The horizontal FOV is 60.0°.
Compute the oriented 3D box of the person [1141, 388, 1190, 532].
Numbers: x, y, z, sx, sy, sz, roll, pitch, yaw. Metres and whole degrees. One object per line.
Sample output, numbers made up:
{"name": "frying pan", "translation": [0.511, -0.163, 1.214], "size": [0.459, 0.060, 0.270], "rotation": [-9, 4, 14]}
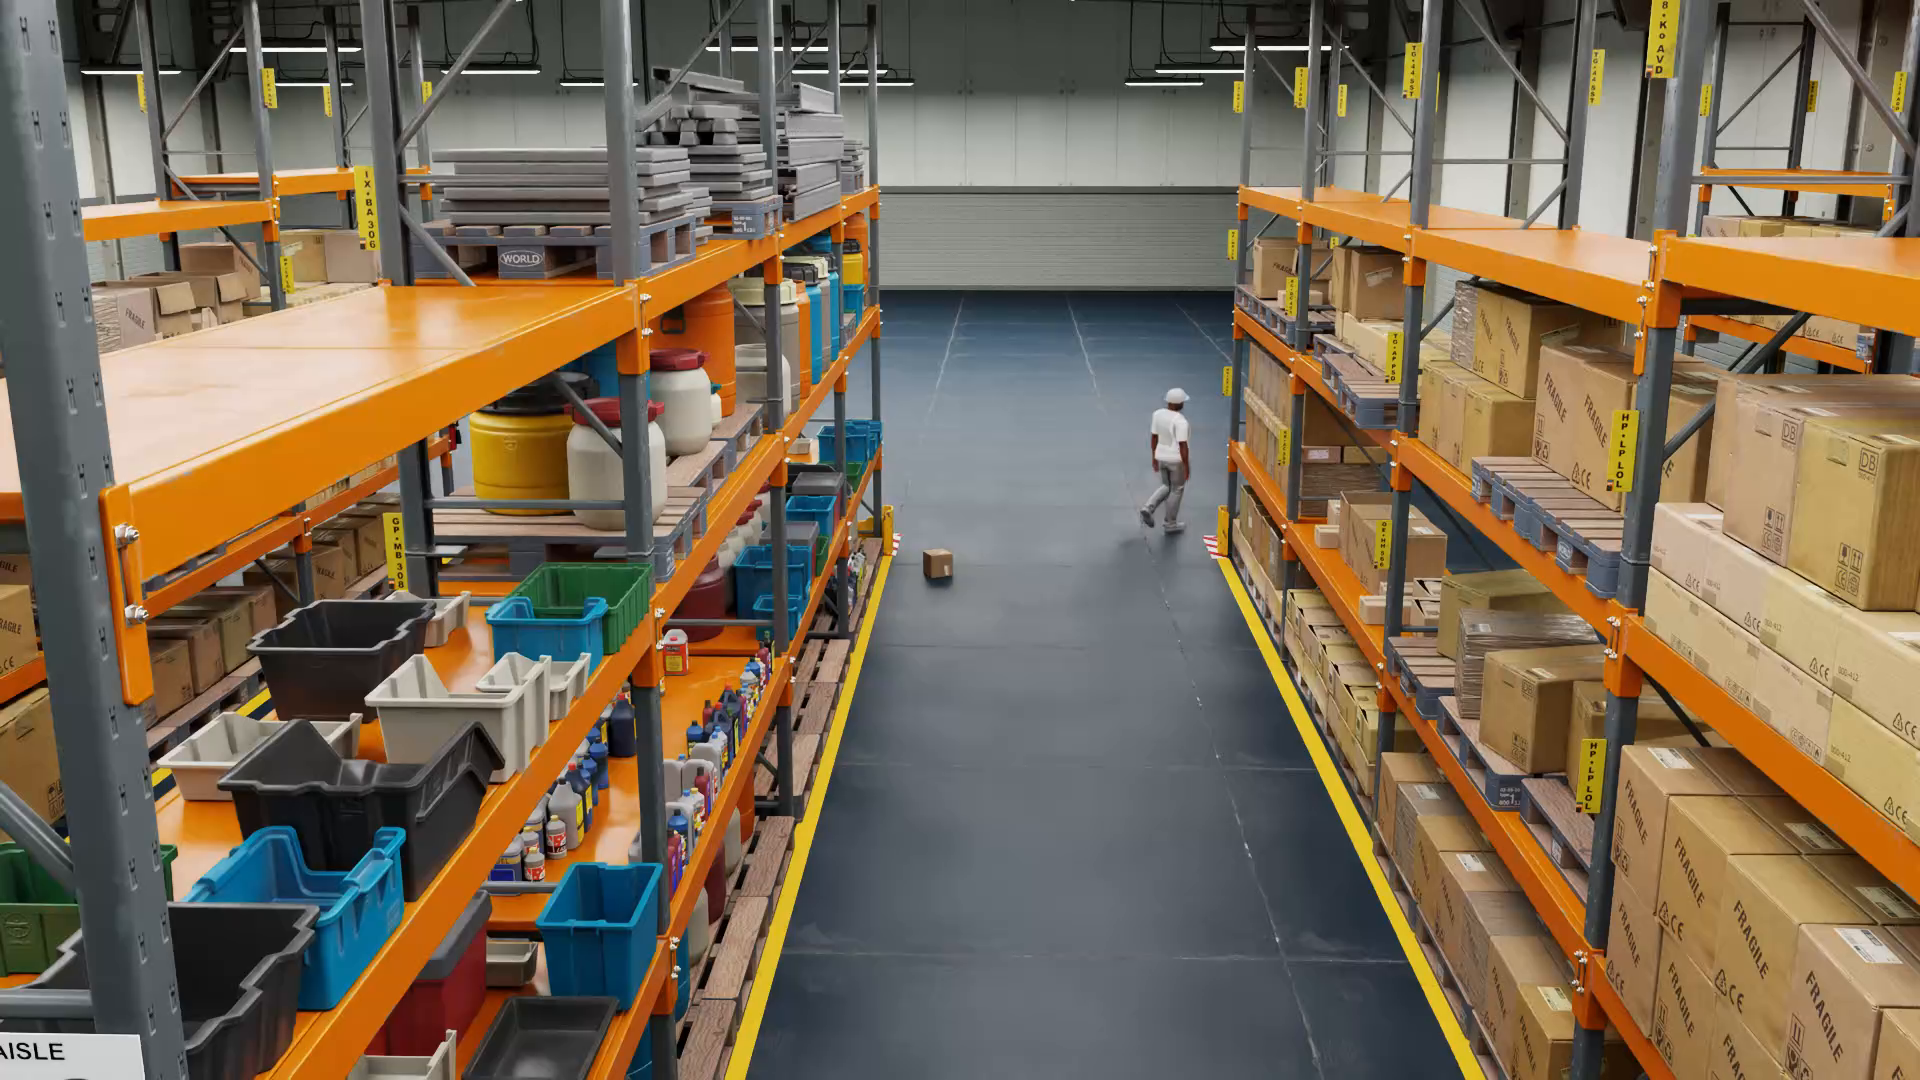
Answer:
{"name": "person", "translation": [2.486, -0.944, 19.745], "size": [0.586, 1.744, 0.577], "rotation": [-10, 17, -34]}
